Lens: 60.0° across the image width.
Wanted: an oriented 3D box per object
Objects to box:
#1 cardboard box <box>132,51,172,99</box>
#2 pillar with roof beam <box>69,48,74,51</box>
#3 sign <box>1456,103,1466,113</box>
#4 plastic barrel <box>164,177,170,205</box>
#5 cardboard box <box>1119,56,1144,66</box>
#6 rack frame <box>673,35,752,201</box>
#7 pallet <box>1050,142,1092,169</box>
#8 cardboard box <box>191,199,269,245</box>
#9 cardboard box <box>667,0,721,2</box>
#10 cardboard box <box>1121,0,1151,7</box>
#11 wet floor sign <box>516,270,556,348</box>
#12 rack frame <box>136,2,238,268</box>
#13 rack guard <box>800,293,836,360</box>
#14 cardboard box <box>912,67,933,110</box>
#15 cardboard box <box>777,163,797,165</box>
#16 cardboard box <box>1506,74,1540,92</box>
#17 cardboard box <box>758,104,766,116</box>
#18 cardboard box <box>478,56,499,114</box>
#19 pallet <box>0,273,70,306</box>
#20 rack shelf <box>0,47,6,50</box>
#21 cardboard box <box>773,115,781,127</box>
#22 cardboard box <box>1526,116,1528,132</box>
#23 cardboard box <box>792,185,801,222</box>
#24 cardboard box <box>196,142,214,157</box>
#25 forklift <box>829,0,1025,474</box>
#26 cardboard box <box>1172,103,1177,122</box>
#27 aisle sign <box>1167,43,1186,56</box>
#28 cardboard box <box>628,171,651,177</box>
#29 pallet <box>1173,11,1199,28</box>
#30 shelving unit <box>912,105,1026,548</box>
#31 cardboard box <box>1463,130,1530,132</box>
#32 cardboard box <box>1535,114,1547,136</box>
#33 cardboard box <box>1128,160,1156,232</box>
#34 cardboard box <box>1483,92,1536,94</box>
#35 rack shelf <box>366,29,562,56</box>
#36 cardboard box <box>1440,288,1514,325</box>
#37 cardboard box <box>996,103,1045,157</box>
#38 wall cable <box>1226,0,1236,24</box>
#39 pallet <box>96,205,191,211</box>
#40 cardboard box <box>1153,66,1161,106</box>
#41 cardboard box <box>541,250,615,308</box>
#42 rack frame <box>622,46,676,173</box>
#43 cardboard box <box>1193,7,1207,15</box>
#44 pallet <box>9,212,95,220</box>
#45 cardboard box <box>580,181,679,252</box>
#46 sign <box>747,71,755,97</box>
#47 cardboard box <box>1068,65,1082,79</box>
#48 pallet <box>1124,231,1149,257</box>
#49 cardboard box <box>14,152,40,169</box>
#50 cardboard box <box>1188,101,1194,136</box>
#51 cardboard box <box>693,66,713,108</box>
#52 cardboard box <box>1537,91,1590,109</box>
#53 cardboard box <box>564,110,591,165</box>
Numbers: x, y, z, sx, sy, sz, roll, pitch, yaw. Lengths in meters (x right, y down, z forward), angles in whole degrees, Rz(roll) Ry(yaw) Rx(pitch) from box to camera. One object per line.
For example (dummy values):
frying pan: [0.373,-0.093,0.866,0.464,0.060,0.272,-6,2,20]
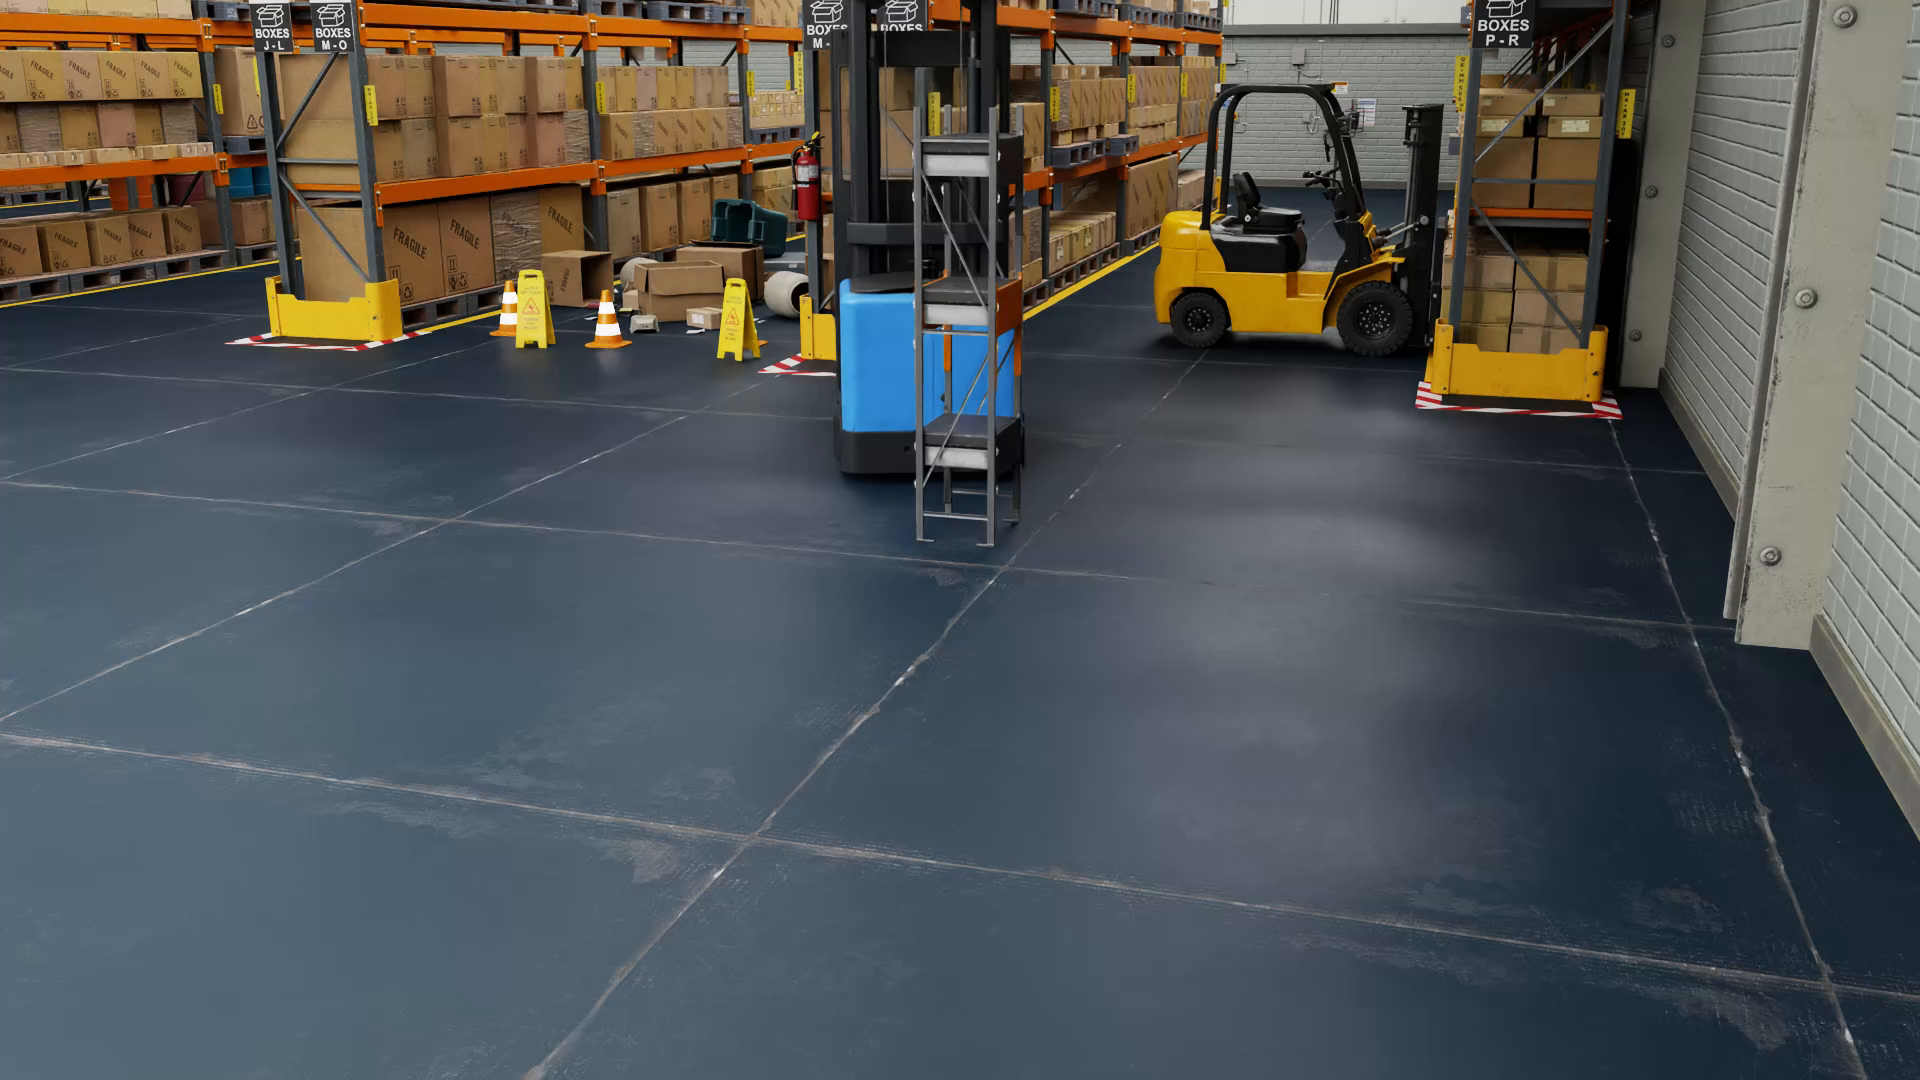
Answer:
cardboard box: [-9.094,-5.116,18.310,0.500,0.500,0.500,5,16,16]
pillar with roof beam: [-15.860,-12.332,35.315,9.100,9.000,0.400,5,16,16]
sign: [4.650,-4.120,15.382,0.100,0.325,0.005,5,16,16]
plastic barrel: [-12.503,-5.434,25.780,0.421,0.512,0.421,0,16,0]
cardboard box: [2.469,-6.985,24.255,0.380,0.149,0.250,4,16,15]
rack frame: [-3.225,-5.350,21.693,1.000,3.000,0.127,5,16,16]
pallet: [0.769,-4.042,17.435,1.003,0.211,1.213,5,16,16]
cardboard box: [-8.894,-3.882,20.294,0.700,0.500,0.500,3,16,12]
cardboard box: [-3.235,-6.703,20.179,0.500,0.311,0.500,5,16,16]
cardboard box: [2.293,-7.065,21.902,0.380,0.166,0.250,6,17,21]
wet floor sign: [-3.608,-1.963,14.067,0.267,0.644,0.232,2,16,6]
rack frame: [-9.089,-4.714,19.453,1.000,3.000,0.127,5,16,16]
rack guard: [-0.702,-1.716,13.465,1.175,0.500,0.348,5,16,16]
cardboard box: [-0.637,-3.854,13.859,0.700,0.500,0.500,5,17,16]
cardboard box: [-2.353,-5.269,23.846,0.500,0.250,0.500,4,16,13]
cardboard box: [8.125,-6.455,23.947,0.500,0.500,0.500,4,16,14]
cardboard box: [-2.820,-5.756,22.271,0.380,0.149,0.250,5,17,19]
cardboard box: [-4.973,-4.378,16.014,0.875,0.550,0.500,5,16,16]
pallet: [-9.939,-2.556,16.953,1.003,0.211,1.213,5,16,16]
rack shelf: [-20.494,-9.580,32.428,1.077,0.370,4.000,5,16,16]
cardboard box: [-2.677,-5.744,22.773,0.380,0.149,0.250,5,17,18]
cardboard box: [4.124,-3.184,12.686,0.380,0.149,0.250,5,16,15]
cardboard box: [-2.499,-4.781,23.499,0.500,0.500,0.500,4,16,14]
cardboard box: [-8.868,-4.514,19.208,0.380,0.149,0.250,5,16,16]
forklift: [-0.260,-2.134,10.480,1.130,2.935,3.031,-1,16,-4]
cardboard box: [2.794,-6.073,23.601,0.500,0.250,0.500,5,16,16]
aisle sign: [3.565,-8.377,27.603,0.394,0.787,0.004,5,16,16]
cardboard box: [-6.042,-6.622,29.302,0.875,0.875,0.875,5,16,16]
pallet: [2.929,-7.652,24.477,1.003,0.211,1.213,5,16,16]
shelving unit: [0.047,-1.053,8.196,0.431,2.100,0.503,5,16,16]
cardboard box: [4.226,-2.982,13.161,0.500,0.500,0.500,4,16,15]
cardboard box: [4.390,-3.014,12.085,0.380,0.149,0.250,5,16,16]
cardboard box: [2.083,-4.579,22.101,0.875,0.875,0.875,5,17,17]
cardboard box: [4.167,-3.325,12.639,0.380,0.149,0.250,5,17,16]
rack shelf: [-7.384,-7.381,24.676,1.077,0.370,4.000,5,16,16]
cardboard box: [3.875,-1.787,12.484,0.500,0.250,0.500,4,16,15]
cardboard box: [0.525,-4.001,16.211,0.500,0.500,0.500,4,16,14]
wall cable: [5.169,-11.481,32.317,0.463,3.000,0.029,5,16,16]
pallet: [-12.517,-5.013,25.615,1.003,0.211,1.213,5,16,16]
cardboard box: [2.364,-6.028,22.068,0.500,0.500,0.500,5,17,17]
cardboard box: [-3.819,-2.616,16.632,0.500,0.500,0.500,8,18,25]
rack frame: [-5.678,-7.854,30.521,1.000,3.000,0.127,5,16,16]
cardboard box: [3.739,-8.417,26.518,0.380,0.149,0.250,3,16,12]
pallet: [-12.958,-4.604,24.173,1.003,0.211,1.213,5,16,16]
cardboard box: [-3.994,-3.844,19.739,1.050,0.750,0.750,5,16,16]
sign: [-2.692,-5.864,21.386,0.100,0.325,0.005,5,16,16]
cardboard box: [1.095,-5.039,17.910,0.380,0.149,0.250,6,17,19]
pallet: [1.846,-3.851,21.520,1.003,0.211,1.213,5,16,16]
cardboard box: [-9.612,-3.863,16.912,0.380,0.149,0.250,5,16,16]
cardboard box: [3.218,-6.321,24.933,0.500,0.500,0.500,5,17,16]
cardboard box: [-3.505,-5.630,20.665,0.700,0.500,0.500,4,16,15]
cardboard box: [4.803,-3.492,13.228,0.380,0.149,0.250,5,17,16]
cardboard box: [-4.455,-4.278,17.639,0.875,0.550,0.550,5,16,16]
